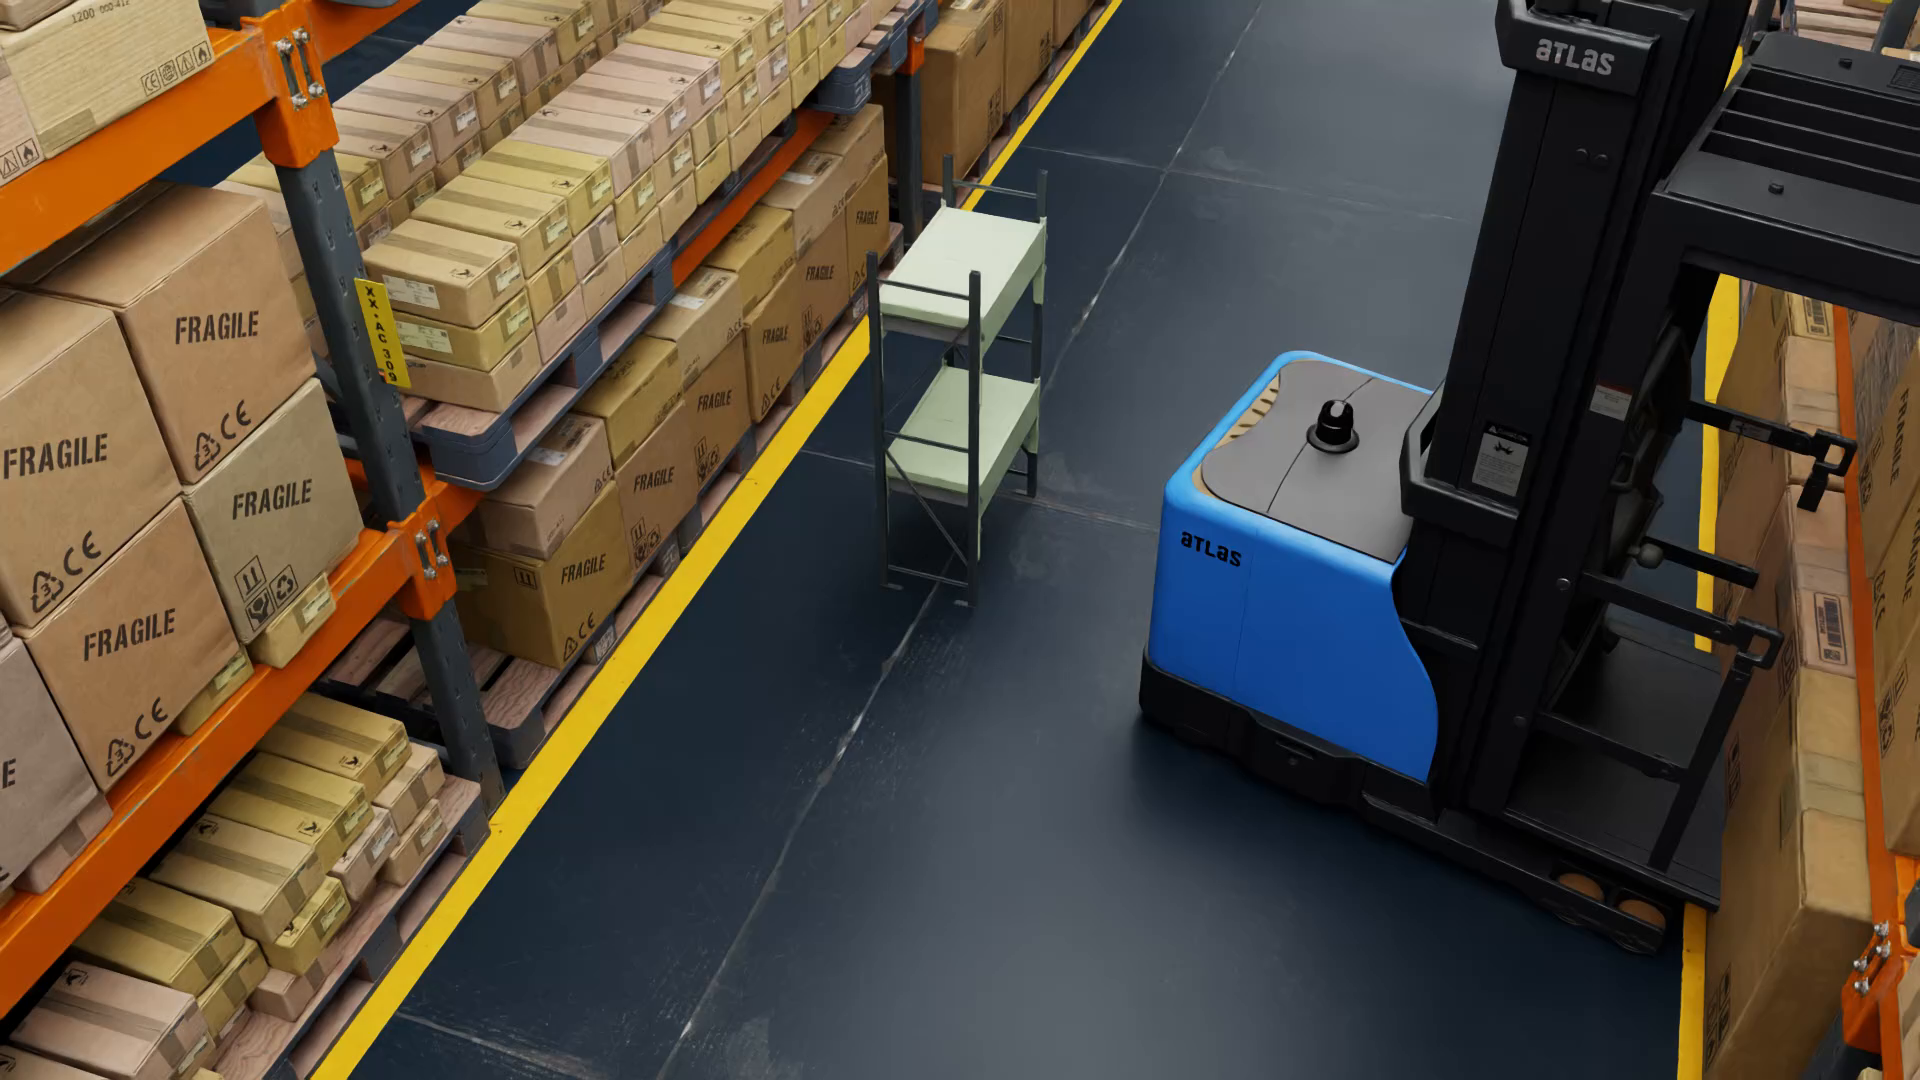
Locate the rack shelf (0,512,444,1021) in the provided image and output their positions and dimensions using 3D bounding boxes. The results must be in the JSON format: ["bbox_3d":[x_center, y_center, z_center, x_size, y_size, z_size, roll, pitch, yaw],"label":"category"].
[{"bbox_3d":[-2.730,1.161,3.633,1.077,0.370,4.000,13,42,15],"label":"rack shelf"}]

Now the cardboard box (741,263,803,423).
[{"bbox_3d":[-1.004,-0.880,7.073,0.500,0.500,0.500,11,42,13],"label":"cardboard box"}]

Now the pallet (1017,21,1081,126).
[{"bbox_3d":[0.081,-2.918,10.007,1.003,0.211,1.213,13,42,15],"label":"pallet"}]

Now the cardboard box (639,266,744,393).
[{"bbox_3d":[-1.187,-0.855,6.465,0.500,0.250,0.500,15,43,17],"label":"cardboard box"}]

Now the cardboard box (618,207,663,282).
[{"bbox_3d":[-1.214,-1.010,5.493,0.380,0.149,0.250,14,42,16],"label":"cardboard box"}]

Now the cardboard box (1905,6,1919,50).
[{"bbox_3d":[4.095,-2.146,6.554,0.500,0.500,0.500,8,41,10],"label":"cardboard box"}]

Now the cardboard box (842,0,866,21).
[{"bbox_3d":[-0.597,-2.223,6.686,0.380,0.149,0.250,14,42,16],"label":"cardboard box"}]

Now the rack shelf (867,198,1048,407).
[{"bbox_3d":[0.002,-0.872,6.015,0.431,0.370,0.720,13,42,15],"label":"rack shelf"}]

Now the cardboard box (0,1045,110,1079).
[{"bbox_3d":[-2.300,1.452,4.152,0.380,0.149,0.250,12,42,14],"label":"cardboard box"}]

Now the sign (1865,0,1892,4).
[{"bbox_3d":[3.435,-2.135,6.111,0.100,0.325,0.005,13,42,15],"label":"sign"}]

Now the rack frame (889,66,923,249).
[{"bbox_3d":[-0.678,-2.773,7.689,1.000,3.000,0.127,13,42,15],"label":"rack frame"}]

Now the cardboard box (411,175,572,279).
[{"bbox_3d":[-1.390,-0.933,4.944,0.380,0.149,0.250,14,43,16],"label":"cardboard box"}]

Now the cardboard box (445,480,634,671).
[{"bbox_3d":[-1.544,0.066,5.963,0.500,0.500,0.500,15,43,17],"label":"cardboard box"}]

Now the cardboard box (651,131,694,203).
[{"bbox_3d":[-1.126,-1.288,5.590,0.380,0.149,0.250,15,43,17],"label":"cardboard box"}]

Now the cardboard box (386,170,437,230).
[{"bbox_3d":[-1.919,-1.108,5.379,0.380,0.149,0.250,15,43,17],"label":"cardboard box"}]

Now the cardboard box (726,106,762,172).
[{"bbox_3d":[-0.949,-1.486,6.051,0.380,0.149,0.250,11,42,13],"label":"cardboard box"}]

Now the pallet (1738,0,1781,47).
[{"bbox_3d":[5.512,-3.407,10.580,1.003,0.211,1.213,13,42,15],"label":"pallet"}]

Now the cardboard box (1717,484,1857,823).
[{"bbox_3d":[3.085,0.538,5.122,1.225,0.875,0.875,12,42,14],"label":"cardboard box"}]

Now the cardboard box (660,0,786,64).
[{"bbox_3d":[-0.859,-1.874,6.047,0.380,0.149,0.250,15,43,17],"label":"cardboard box"}]

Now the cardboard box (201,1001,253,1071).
[{"bbox_3d":[-2.262,1.356,4.723,0.380,0.149,0.250,12,42,14],"label":"cardboard box"}]

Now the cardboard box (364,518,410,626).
[{"bbox_3d":[-2.030,-0.049,6.099,0.500,0.500,0.500,13,42,14],"label":"cardboard box"}]

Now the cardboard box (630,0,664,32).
[{"bbox_3d":[-1.383,-2.065,6.500,0.380,0.149,0.250,13,42,15],"label":"cardboard box"}]

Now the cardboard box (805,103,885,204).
[{"bbox_3d":[-0.666,-1.791,7.563,0.500,0.250,0.500,12,42,14],"label":"cardboard box"}]

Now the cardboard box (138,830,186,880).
[{"bbox_3d":[-2.523,0.960,4.958,0.380,0.149,0.250,13,42,15],"label":"cardboard box"}]

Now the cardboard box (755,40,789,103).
[{"bbox_3d":[-0.859,-1.760,6.143,0.380,0.149,0.250,14,43,16],"label":"cardboard box"}]

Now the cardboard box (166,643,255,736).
[{"bbox_3d":[-2.057,0.320,4.258,0.380,0.149,0.250,15,43,17],"label":"cardboard box"}]

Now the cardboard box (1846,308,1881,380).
[{"bbox_3d":[3.180,-0.784,5.281,0.500,0.500,0.500,13,42,14],"label":"cardboard box"}]

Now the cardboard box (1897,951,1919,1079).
[{"bbox_3d":[2.166,1.032,3.423,0.380,0.149,0.250,13,42,15],"label":"cardboard box"}]

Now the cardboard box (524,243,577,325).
[{"bbox_3d":[-1.393,-0.807,5.026,0.380,0.149,0.250,13,42,14],"label":"cardboard box"}]

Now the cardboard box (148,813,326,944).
[{"bbox_3d":[-2.052,0.958,4.730,0.380,0.149,0.250,13,42,15],"label":"cardboard box"}]

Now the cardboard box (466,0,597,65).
[{"bbox_3d":[-1.555,-1.871,6.044,0.380,0.149,0.250,13,42,14],"label":"cardboard box"}]

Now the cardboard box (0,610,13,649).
[{"bbox_3d":[-2.313,0.108,3.236,0.500,0.500,0.500,14,43,16],"label":"cardboard box"}]

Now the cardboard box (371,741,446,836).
[{"bbox_3d":[-1.855,0.741,5.214,0.380,0.149,0.250,14,42,16],"label":"cardboard box"}]

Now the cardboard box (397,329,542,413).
[{"bbox_3d":[-1.479,-0.535,4.936,0.380,0.149,0.250,11,42,13],"label":"cardboard box"}]

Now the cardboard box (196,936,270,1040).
[{"bbox_3d":[-2.189,1.208,4.667,0.380,0.149,0.250,14,42,15],"label":"cardboard box"}]

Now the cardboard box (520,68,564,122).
[{"bbox_3d":[-1.648,-1.602,5.957,0.380,0.149,0.250,13,42,15],"label":"cardboard box"}]

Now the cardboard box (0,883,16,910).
[{"bbox_3d":[-2.370,0.787,3.710,0.380,0.149,0.250,13,42,14],"label":"cardboard box"}]

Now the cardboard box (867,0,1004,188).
[{"bbox_3d":[-0.386,-2.428,8.695,1.050,0.750,0.750,13,42,14],"label":"cardboard box"}]

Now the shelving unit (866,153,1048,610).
[{"bbox_3d":[0.002,-0.575,6.268,0.431,1.500,0.755,13,42,15],"label":"shelving unit"}]

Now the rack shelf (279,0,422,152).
[{"bbox_3d":[-1.362,-2.420,5.519,1.077,0.370,4.000,13,42,15],"label":"rack shelf"}]

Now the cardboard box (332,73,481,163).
[{"bbox_3d":[-1.822,-1.393,5.483,0.380,0.149,0.250,13,42,15],"label":"cardboard box"}]

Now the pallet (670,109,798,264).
[{"bbox_3d":[-1.317,-1.483,6.325,1.003,0.211,1.213,13,42,15],"label":"pallet"}]

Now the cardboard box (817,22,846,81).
[{"bbox_3d":[-0.678,-1.975,6.623,0.380,0.149,0.250,13,42,15],"label":"cardboard box"}]

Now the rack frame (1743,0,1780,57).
[{"bbox_3d":[5.316,-4.050,9.186,1.000,3.000,0.127,13,42,15],"label":"rack frame"}]

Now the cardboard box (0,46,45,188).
[{"bbox_3d":[-2.142,-0.756,3.129,0.500,0.250,0.500,13,42,15],"label":"cardboard box"}]

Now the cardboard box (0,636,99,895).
[{"bbox_3d":[-2.296,0.493,3.555,0.500,0.500,0.500,13,42,15],"label":"cardboard box"}]

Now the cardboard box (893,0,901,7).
[{"bbox_3d":[-0.415,-2.434,7.162,0.380,0.149,0.250,14,42,16],"label":"cardboard box"}]

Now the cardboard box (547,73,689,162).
[{"bbox_3d":[-1.125,-1.397,5.488,0.380,0.149,0.250,13,42,15],"label":"cardboard box"}]

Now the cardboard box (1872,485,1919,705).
[{"bbox_3d":[2.659,0.145,4.192,0.500,0.500,0.500,15,43,16],"label":"cardboard box"}]

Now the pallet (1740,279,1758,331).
[{"bbox_3d":[4.217,-1.026,7.790,1.003,0.211,1.213,13,42,15],"label":"pallet"}]

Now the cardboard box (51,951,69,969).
[{"bbox_3d":[-2.617,1.014,4.665,0.380,0.149,0.250,12,42,14],"label":"cardboard box"}]

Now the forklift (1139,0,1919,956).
[{"bbox_3d":[2.157,-0.216,4.745,3.031,2.935,1.130,23,45,24],"label":"forklift"}]

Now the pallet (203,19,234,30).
[{"bbox_3d":[-5.096,-3.225,10.368,1.003,0.211,1.213,13,42,15],"label":"pallet"}]

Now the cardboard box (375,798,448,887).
[{"bbox_3d":[-1.860,0.907,5.249,0.380,0.149,0.250,14,42,16],"label":"cardboard box"}]

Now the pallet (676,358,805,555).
[{"bbox_3d":[-1.366,-0.494,7.166,1.003,0.211,1.213,13,42,15],"label":"pallet"}]

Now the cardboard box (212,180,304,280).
[{"bbox_3d":[-2.092,-0.912,4.919,0.380,0.149,0.250,15,43,17],"label":"cardboard box"}]
